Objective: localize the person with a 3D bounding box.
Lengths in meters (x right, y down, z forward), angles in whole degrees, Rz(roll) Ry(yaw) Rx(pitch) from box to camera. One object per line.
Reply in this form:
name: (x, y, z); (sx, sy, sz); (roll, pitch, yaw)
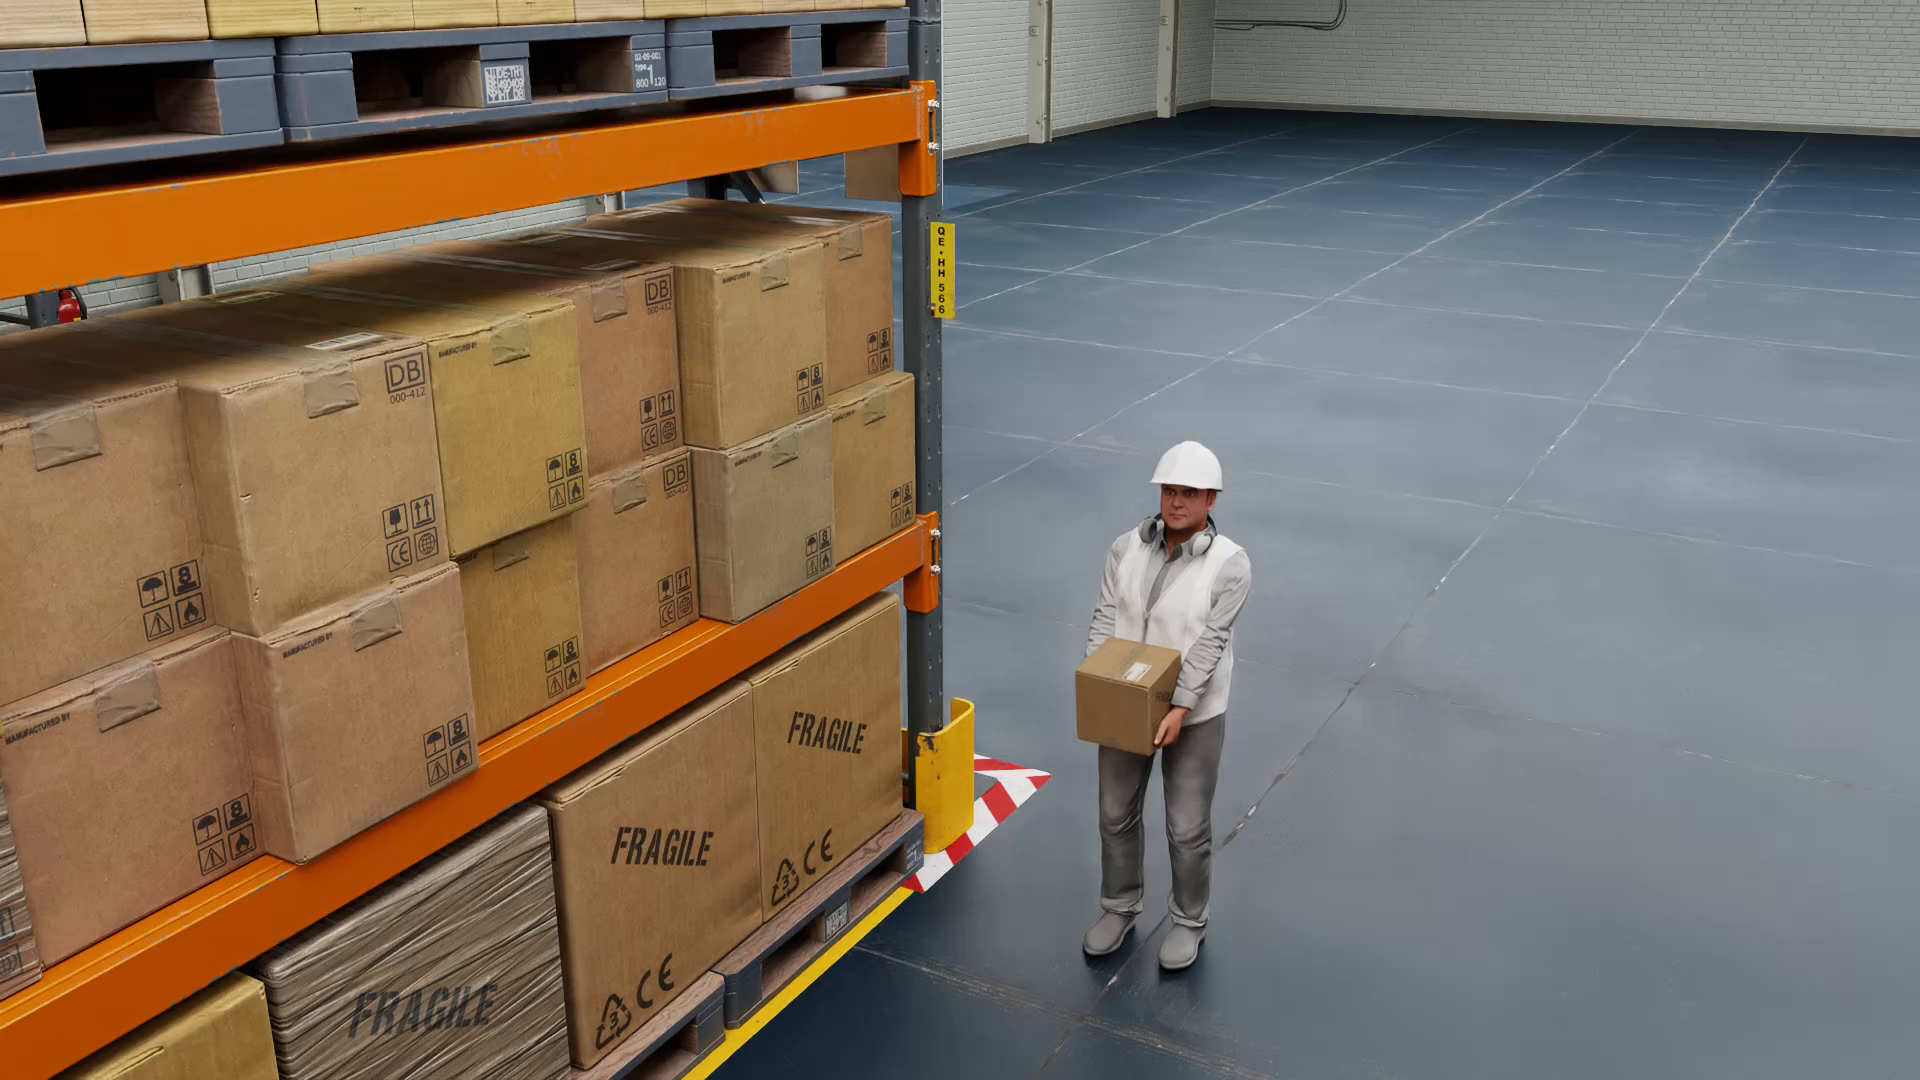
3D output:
person: (0.642, 0.569, 5.416); (0.494, 1.762, 0.553); (11, 22, 28)
